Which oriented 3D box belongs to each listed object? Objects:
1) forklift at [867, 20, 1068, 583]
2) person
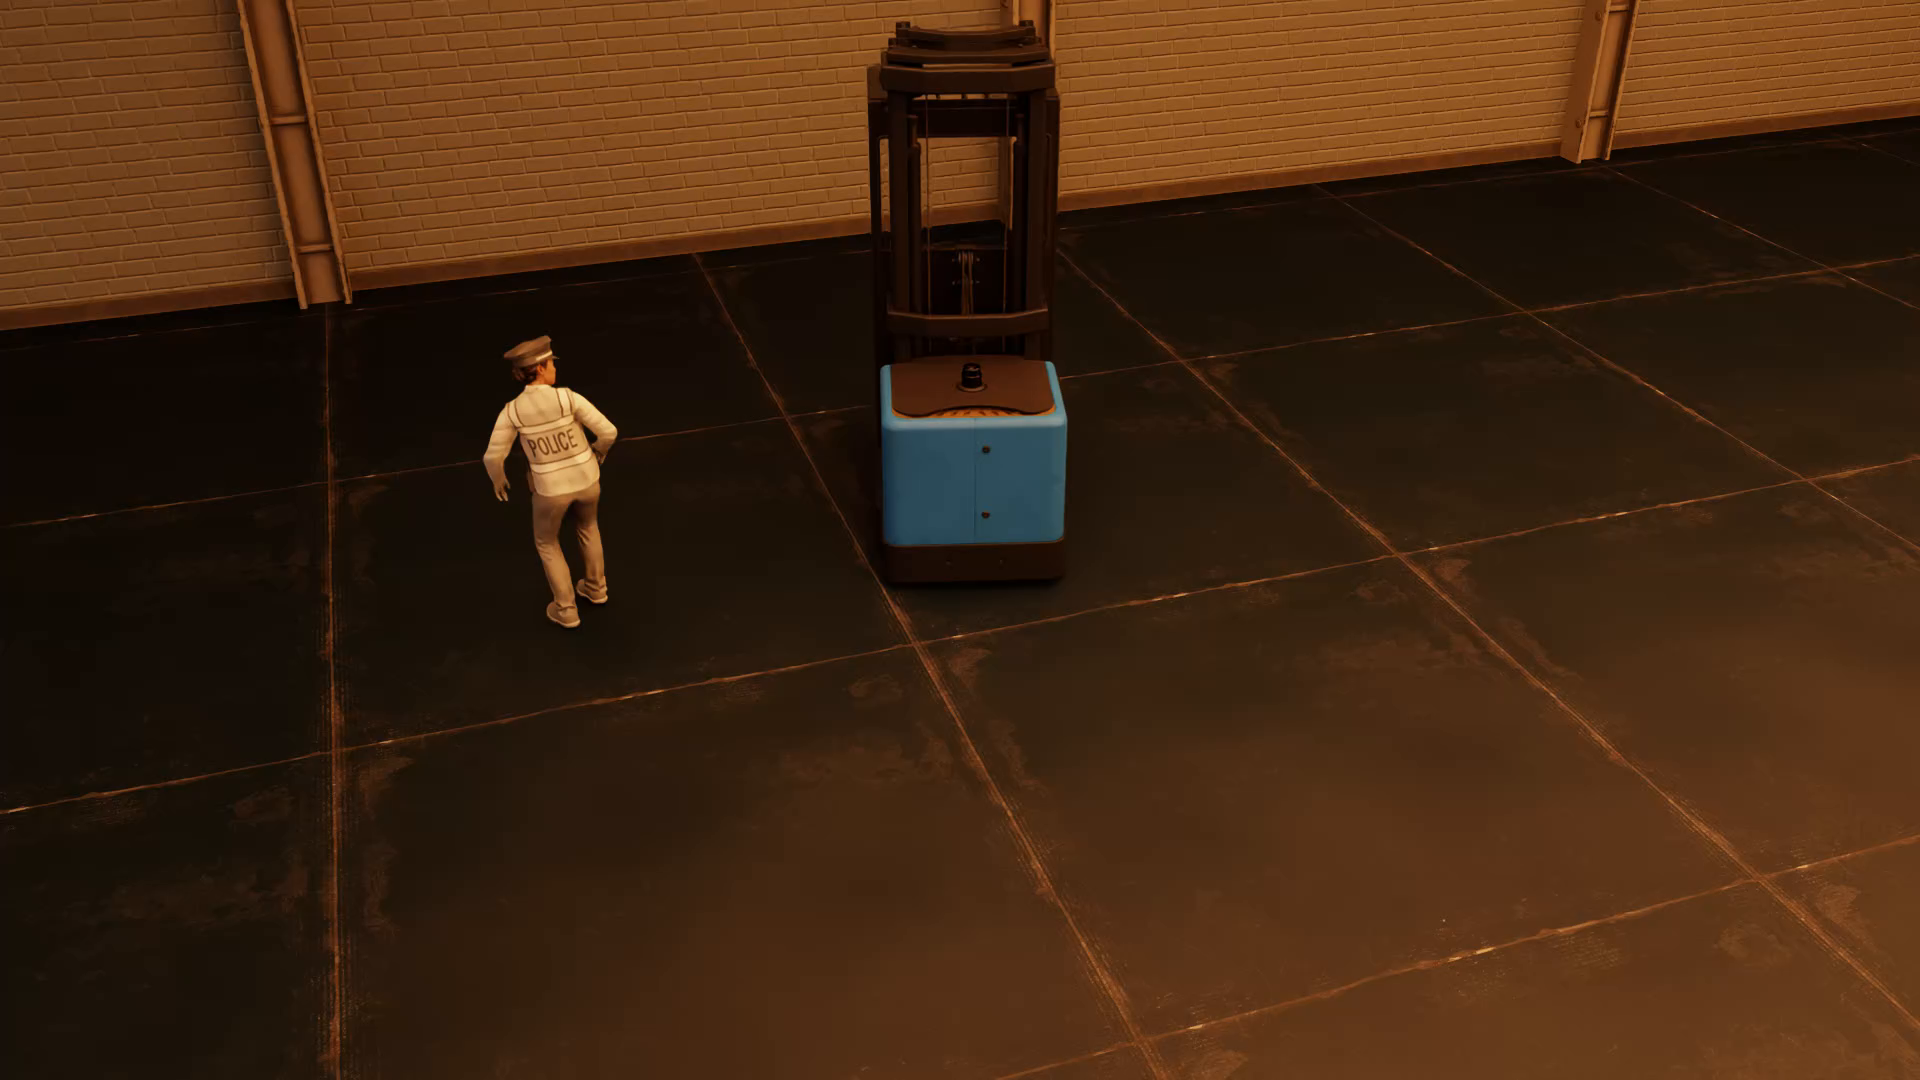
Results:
[{"bbox_3d":[0.008,-1.728,10.090,1.130,2.935,3.031,-1,30,-3],"label":"forklift"},{"bbox_3d":[-2.184,-0.312,8.943,0.697,1.639,0.476,-12,32,-20],"label":"person"}]
